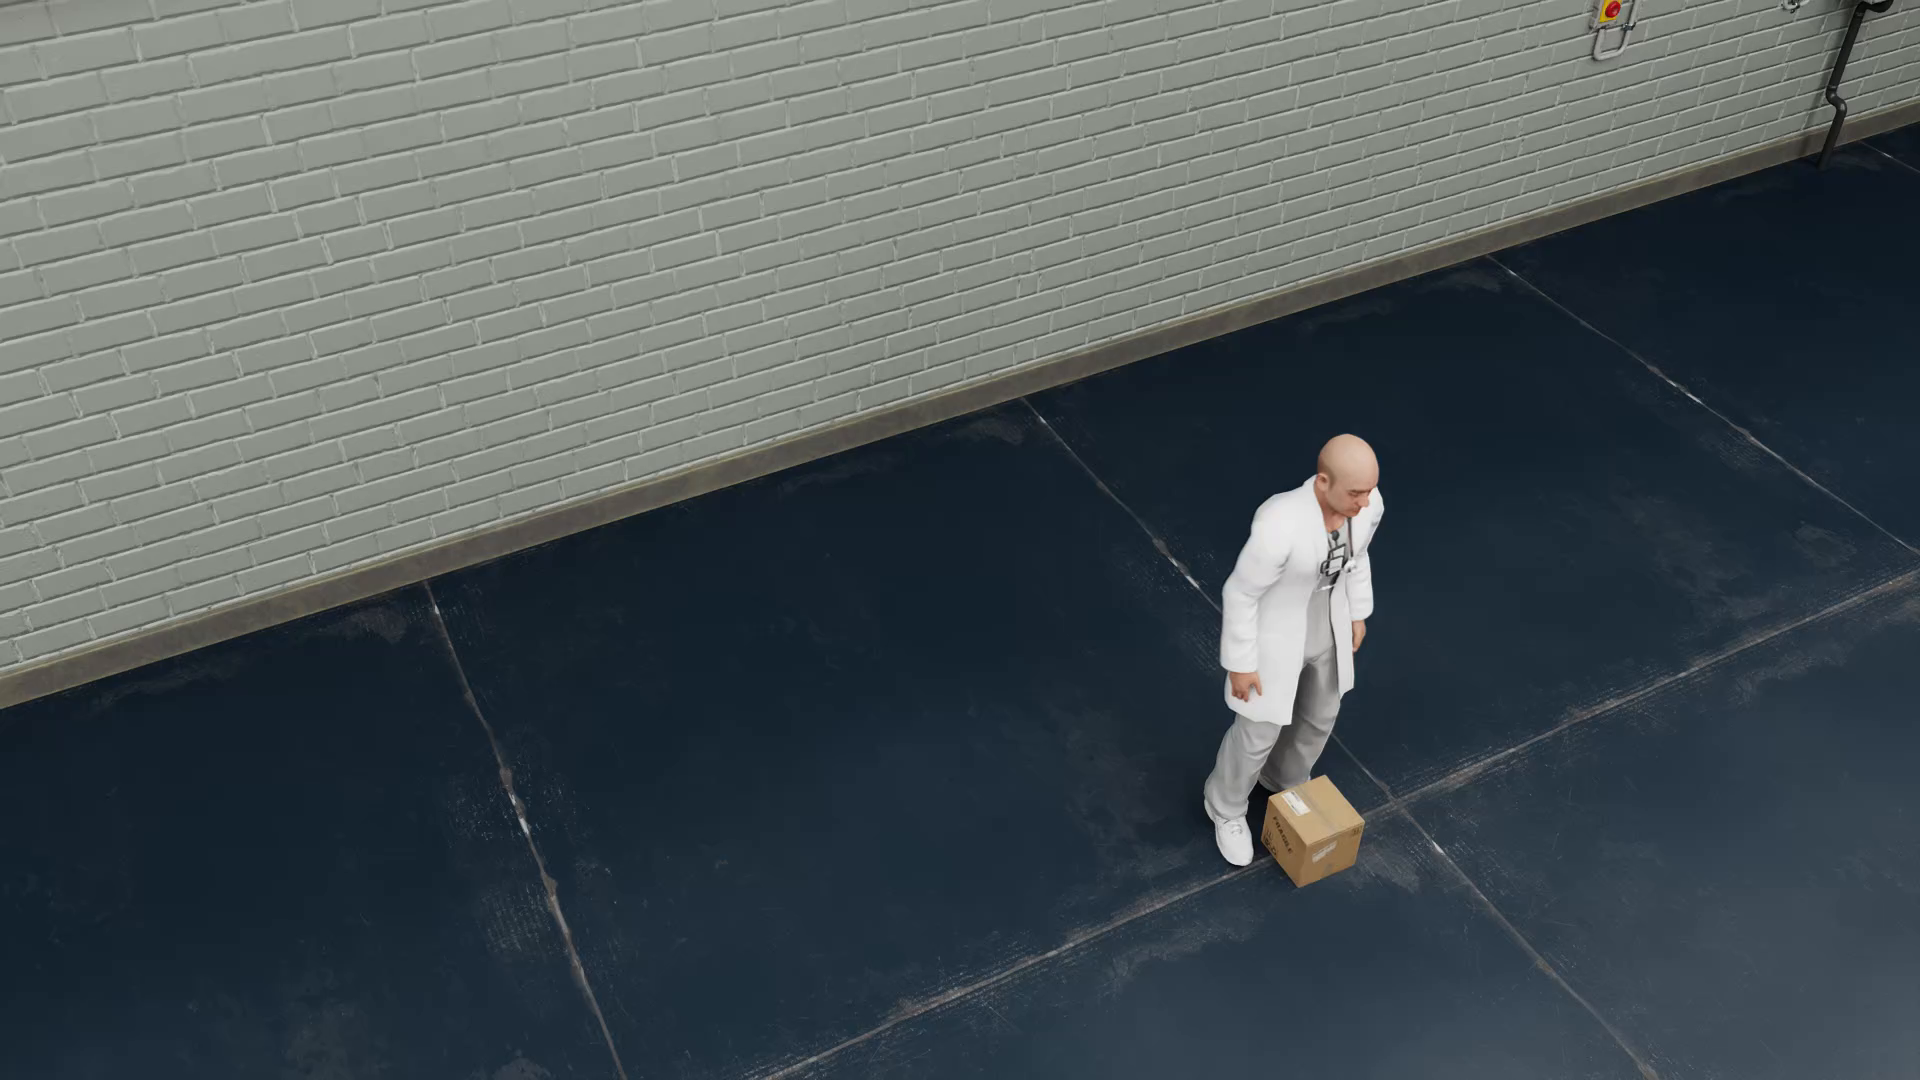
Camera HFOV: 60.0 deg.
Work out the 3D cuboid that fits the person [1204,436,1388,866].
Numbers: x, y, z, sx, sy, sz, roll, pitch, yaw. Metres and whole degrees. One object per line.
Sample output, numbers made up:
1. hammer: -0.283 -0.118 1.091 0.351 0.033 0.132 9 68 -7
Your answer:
1. person: 1.172 0.348 5.765 0.652 1.774 0.416 -19 44 -21
